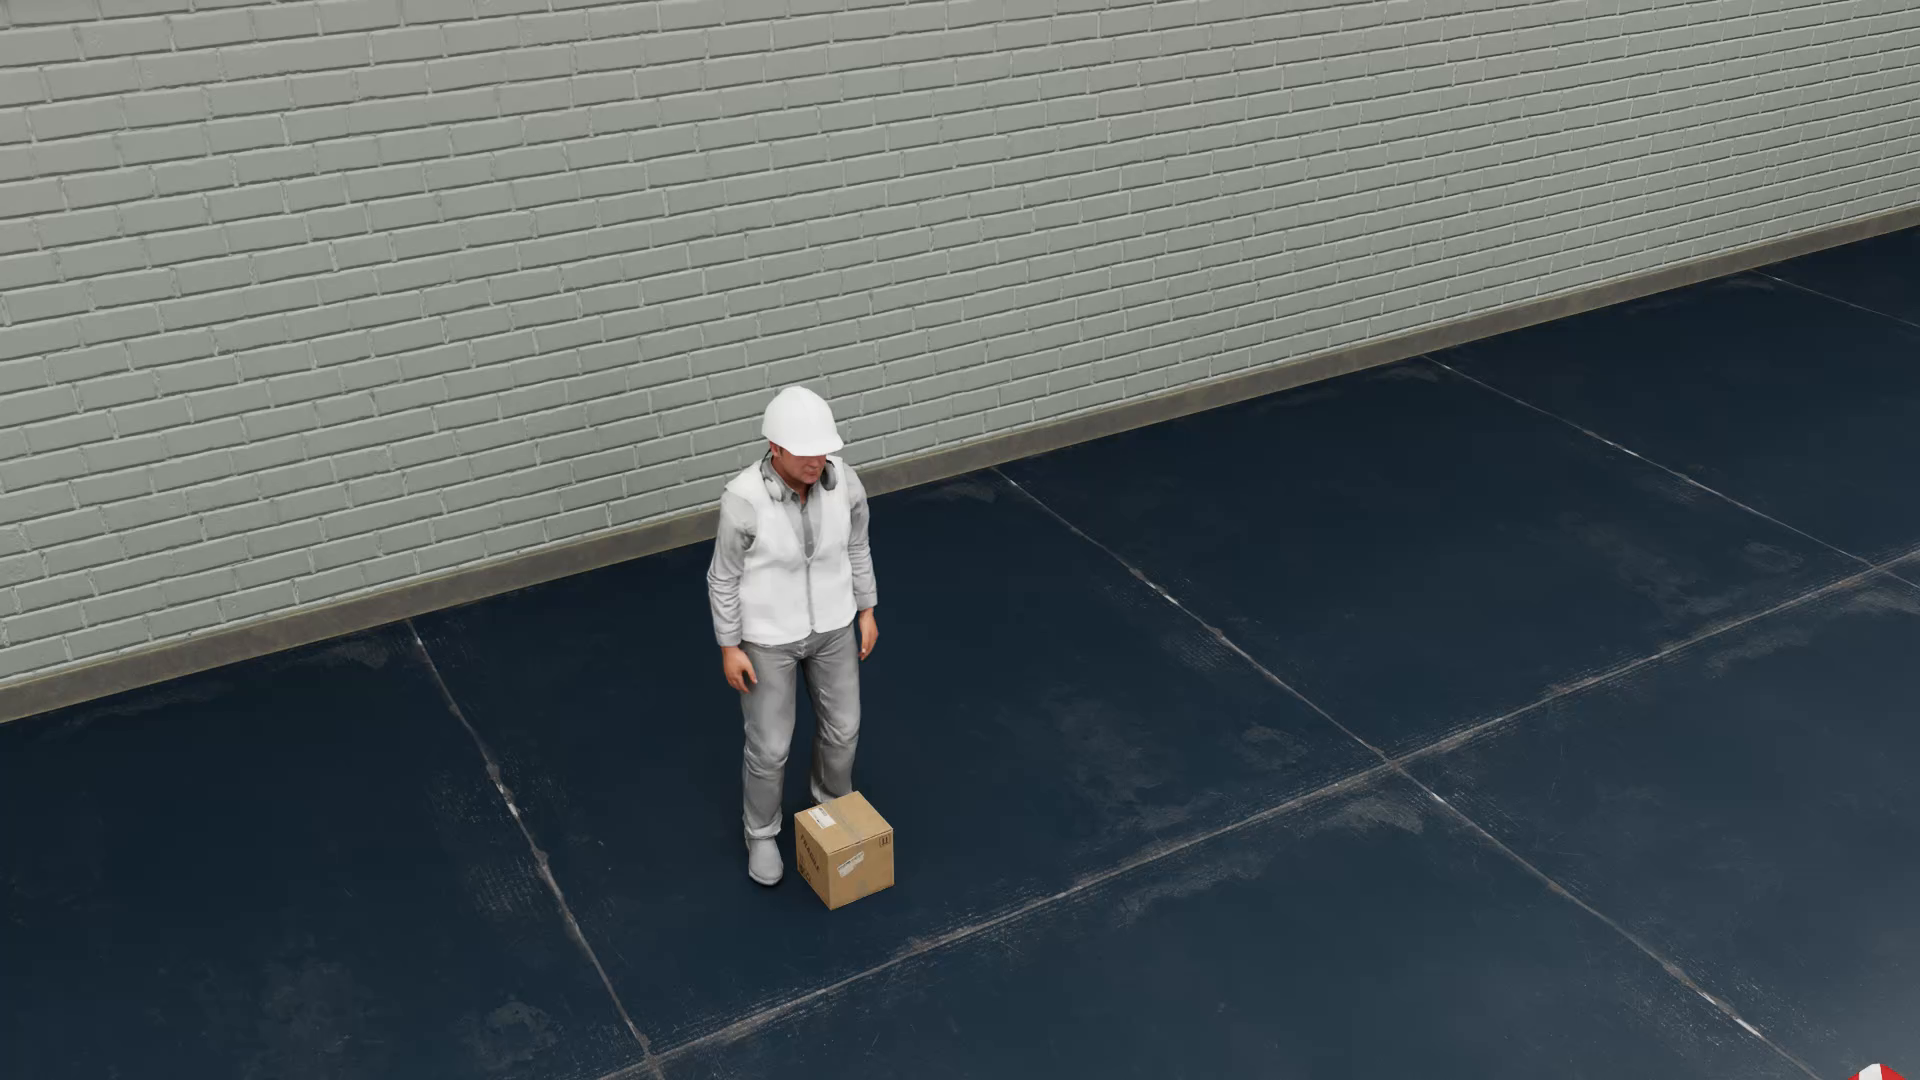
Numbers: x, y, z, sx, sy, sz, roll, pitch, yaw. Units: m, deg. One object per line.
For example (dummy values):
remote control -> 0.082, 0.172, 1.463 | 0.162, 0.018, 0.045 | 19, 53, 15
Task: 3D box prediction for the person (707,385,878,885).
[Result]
person -> -0.542, 0.297, 5.558 | 0.581, 1.771, 0.461 | -16, 32, -26
